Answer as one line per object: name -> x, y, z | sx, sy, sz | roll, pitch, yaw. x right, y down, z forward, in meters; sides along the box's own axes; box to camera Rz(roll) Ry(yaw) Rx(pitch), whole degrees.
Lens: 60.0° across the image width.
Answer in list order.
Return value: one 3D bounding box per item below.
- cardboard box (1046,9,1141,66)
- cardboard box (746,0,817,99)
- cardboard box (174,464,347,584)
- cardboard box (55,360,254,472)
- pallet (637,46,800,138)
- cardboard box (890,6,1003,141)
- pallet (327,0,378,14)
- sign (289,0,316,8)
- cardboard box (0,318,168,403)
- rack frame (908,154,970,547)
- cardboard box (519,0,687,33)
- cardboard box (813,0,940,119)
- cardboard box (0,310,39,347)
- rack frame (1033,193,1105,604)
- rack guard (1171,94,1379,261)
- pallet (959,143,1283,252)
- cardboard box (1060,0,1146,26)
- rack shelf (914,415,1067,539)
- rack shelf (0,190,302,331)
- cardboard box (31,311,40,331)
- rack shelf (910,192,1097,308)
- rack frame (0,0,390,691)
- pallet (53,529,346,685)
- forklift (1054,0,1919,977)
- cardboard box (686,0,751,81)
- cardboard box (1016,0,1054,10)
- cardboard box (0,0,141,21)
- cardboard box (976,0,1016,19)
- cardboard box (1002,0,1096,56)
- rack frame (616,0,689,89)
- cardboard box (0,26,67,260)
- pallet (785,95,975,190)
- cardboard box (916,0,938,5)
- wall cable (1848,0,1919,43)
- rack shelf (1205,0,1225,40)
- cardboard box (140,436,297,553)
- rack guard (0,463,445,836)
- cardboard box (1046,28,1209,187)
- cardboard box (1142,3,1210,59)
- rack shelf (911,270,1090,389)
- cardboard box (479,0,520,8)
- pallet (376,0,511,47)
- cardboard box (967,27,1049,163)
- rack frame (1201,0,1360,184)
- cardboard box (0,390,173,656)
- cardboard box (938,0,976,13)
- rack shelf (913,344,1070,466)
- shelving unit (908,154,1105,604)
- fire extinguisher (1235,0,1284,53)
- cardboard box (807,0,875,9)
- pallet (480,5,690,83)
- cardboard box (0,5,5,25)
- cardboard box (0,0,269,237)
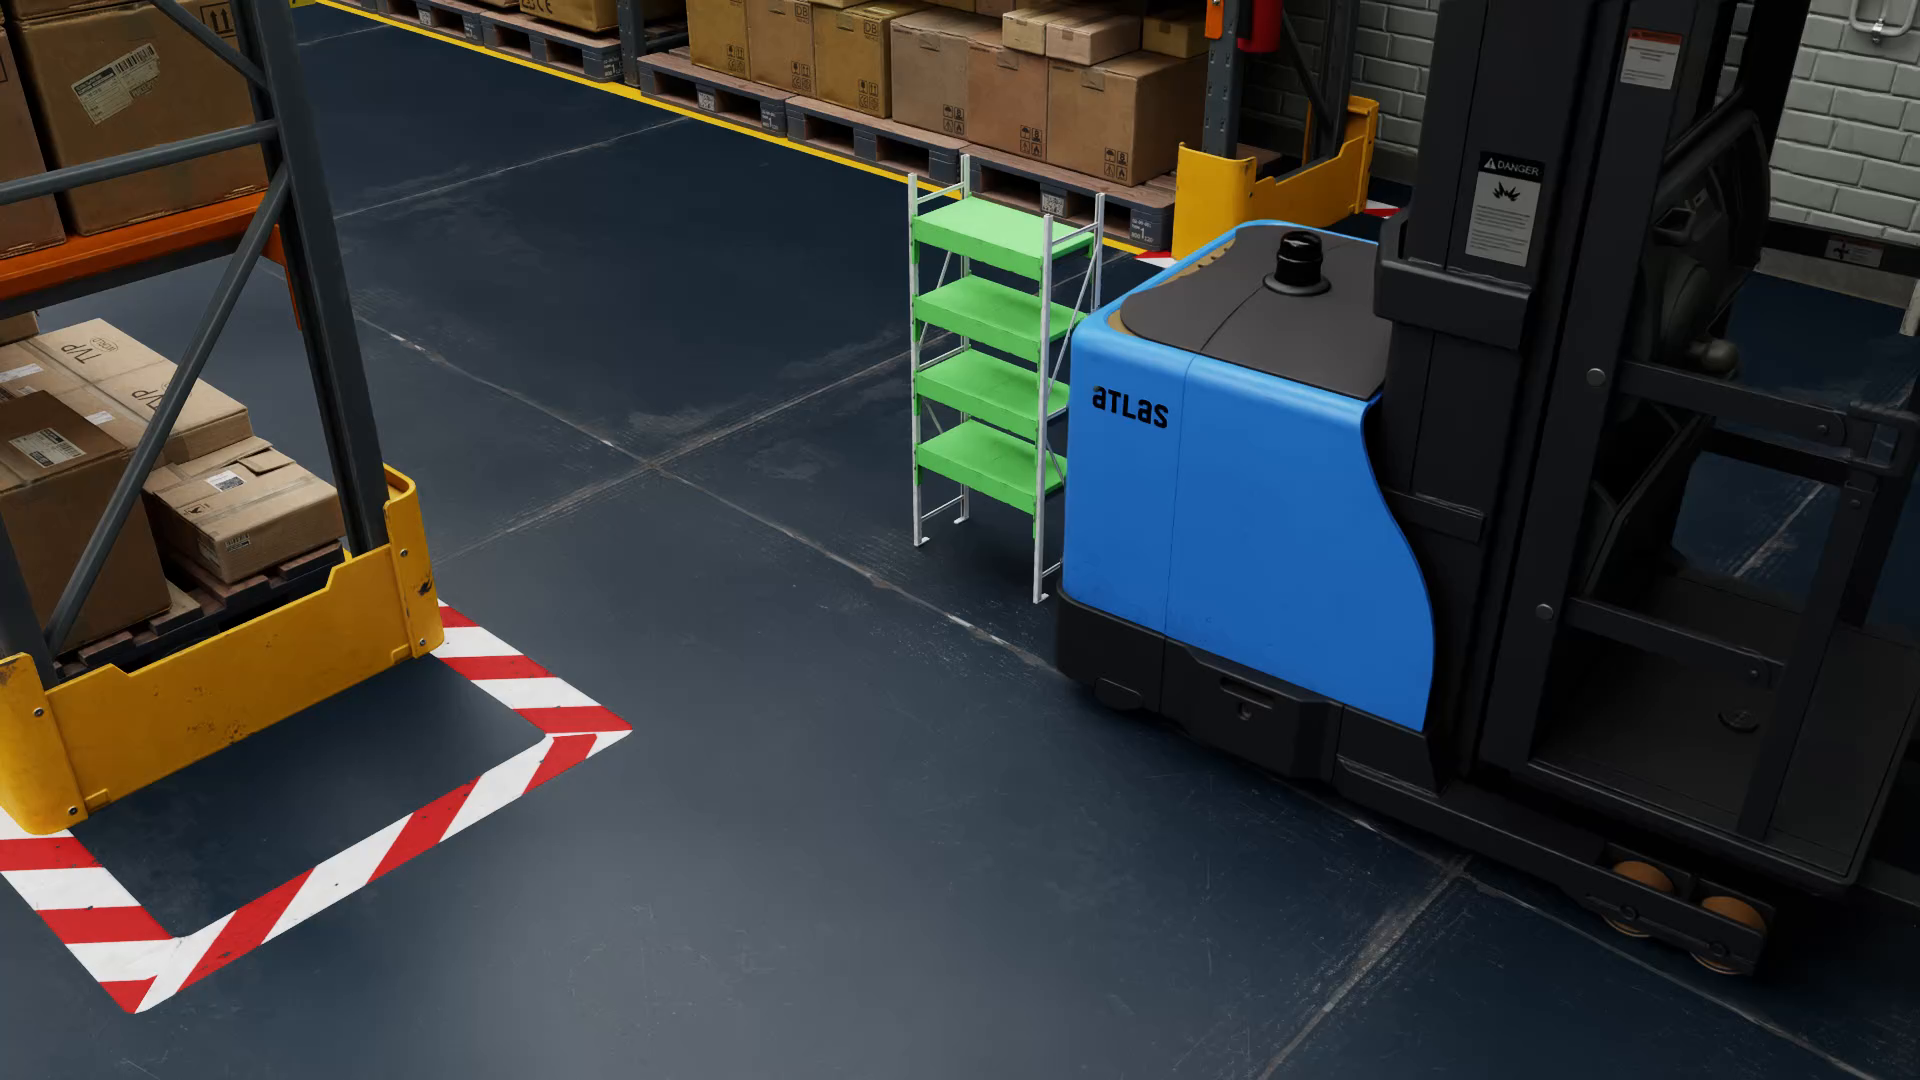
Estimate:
cardboard box -> 0.602, -2.269, 7.498 | 0.250, 0.149, 0.380 | 25, 39, 35
cardboard box -> -0.705, -2.723, 8.882 | 0.500, 0.500, 0.700 | 25, 39, 35
cardboard box -> -1.996, -0.051, 4.764 | 0.250, 0.149, 0.380 | 25, 39, 35
cardboard box -> -2.500, -0.288, 5.059 | 0.500, 0.250, 0.500 | 25, 39, 35
pallet -> -1.049, -2.600, 9.364 | 1.213, 0.211, 1.003 | 25, 39, 35
cardboard box -> 0.075, -2.363, 8.283 | 0.500, 0.500, 0.700 | 24, 38, 34
pallet -> -3.992, -3.975, 11.649 | 1.213, 0.211, 1.003 | 25, 39, 35
sign -> -1.552, -1.386, 3.804 | 0.005, 0.325, 0.100 | 25, 39, 35
cardboard box -> -2.870, -0.461, 5.346 | 0.500, 0.250, 0.500 | 25, 39, 35
rack frame -> -0.058, -0.541, 4.986 | 0.015, 1.200, 0.240 | 25, 39, 35
cardboard box -> -2.130, -3.522, 9.869 | 0.750, 0.750, 0.750 | 26, 39, 36
cardboard box -> -0.326, -2.545, 8.585 | 0.500, 0.500, 0.700 | 26, 40, 36
cardboard box -> -3.485, -0.663, 5.436 | 0.637, 0.503, 0.797 | 25, 39, 35
rack frame -> 0.304, -0.372, 4.705 | 0.015, 1.200, 0.240 | 25, 39, 35
rack guard -> 1.423, -1.624, 7.463 | 0.348, 0.500, 1.175 | 25, 39, 35
pallet -> 0.760, -1.755, 7.961 | 1.213, 0.211, 1.003 | 25, 39, 35
cardboard box -> 0.670, -2.502, 7.886 | 0.250, 0.149, 0.380 | 25, 39, 35
rack shelf -> 0.123, -0.196, 5.002 | 0.480, 0.148, 0.258 | 25, 39, 35
rack shelf -> -3.399, -1.191, 5.018 | 4.000, 0.370, 1.077 | 25, 39, 35
cardboard box -> -3.713, -0.880, 5.984 | 0.500, 0.311, 0.500 | 25, 39, 35
rack shelf -> 0.123, -0.813, 4.631 | 0.480, 0.148, 0.258 | 25, 39, 35
rack frame -> -1.916, -0.808, 3.683 | 0.127, 3.000, 1.000 | 25, 39, 35
pallet -> -2.564, 0.085, 4.904 | 1.213, 0.211, 1.003 | 25, 39, 35
forklift -> 1.749, -0.614, 3.427 | 3.031, 2.935, 1.130 | 20, 37, 30
cardboard box -> -1.075, -2.898, 9.173 | 0.500, 0.500, 0.700 | 26, 39, 36
cardboard box -> 0.485, -2.589, 8.030 | 0.250, 0.149, 0.380 | 25, 39, 35
cardboard box -> -2.068, -1.533, 3.822 | 0.500, 0.500, 0.500 | 26, 40, 36
cardboard box -> 0.295, -2.677, 8.176 | 0.250, 0.149, 0.380 | 26, 39, 36
cardboard box -> 0.412, -2.357, 7.644 | 0.250, 0.149, 0.380 | 26, 40, 36
rack frame -> -1.561, -4.087, 9.131 | 0.127, 3.000, 1.000 | 25, 39, 35
cardboard box -> -2.431, -0.901, 3.742 | 0.500, 0.500, 0.500 | 26, 40, 36
pallet -> -0.141, -2.177, 8.662 | 1.213, 0.211, 1.003 | 25, 39, 35
cardboard box -> -0.083, -2.853, 8.469 | 0.250, 0.149, 0.380 | 24, 39, 34
wall cable -> 2.989, -3.057, 6.434 | 1.851, 1.984, 0.084 | 25, 39, 35
rack shelf -> -0.078, -3.087, 8.167 | 4.000, 0.370, 1.077 | 25, 39, 35
cardboard box -> -2.181, -0.145, 4.903 | 0.250, 0.166, 0.380 | 25, 39, 35
rack guard -> -1.972, 0.237, 4.371 | 0.348, 0.500, 1.175 | 25, 39, 35
cardboard box -> 0.819, -2.016, 7.707 | 0.500, 0.500, 0.700 | 25, 39, 35
cardboard box -> 1.046, -2.327, 7.595 | 0.250, 0.149, 0.380 | 25, 39, 35
rack shelf -> 0.123, -0.608, 4.755 | 0.480, 0.148, 0.258 | 25, 39, 35
cardboard box -> -2.791, -3.828, 10.378 | 0.750, 0.750, 0.750 | 26, 40, 36
pallet -> -3.092, -3.553, 10.948 | 1.213, 0.211, 1.003 | 25, 39, 35
cardboard box -> 0.448, -2.189, 7.995 | 0.500, 0.500, 0.700 | 25, 39, 35
rack frame -> 1.405, -2.703, 6.832 | 0.127, 3.000, 1.000 | 25, 39, 35
cardboard box -> -2.485, -0.019, 4.370 | 0.500, 0.500, 0.500 | 25, 39, 35
cardboard box -> 0.105, -2.765, 8.323 | 0.250, 0.149, 0.380 | 25, 39, 36
rack shelf -> 0.123, -0.402, 4.878 | 0.480, 0.148, 0.258 | 25, 39, 35
shelving unit -> 0.123, -0.457, 4.845 | 0.503, 1.200, 0.258 | 25, 39, 35
fire extinguisher -> 1.207, -2.281, 6.568 | 0.183, 0.674, 0.296 | 25, 39, 35
cardboard box -> -0.556, -2.807, 8.393 | 0.250, 0.149, 0.380 | 24, 38, 34
pallet -> -2.183, -3.131, 10.246 | 1.213, 0.211, 1.003 | 25, 39, 35
cardboard box -> -2.431, -1.328, 3.481 | 0.500, 0.500, 0.500 | 25, 39, 35
cardboard box -> -2.068, -1.105, 4.080 | 0.500, 0.500, 0.500 | 26, 40, 36
